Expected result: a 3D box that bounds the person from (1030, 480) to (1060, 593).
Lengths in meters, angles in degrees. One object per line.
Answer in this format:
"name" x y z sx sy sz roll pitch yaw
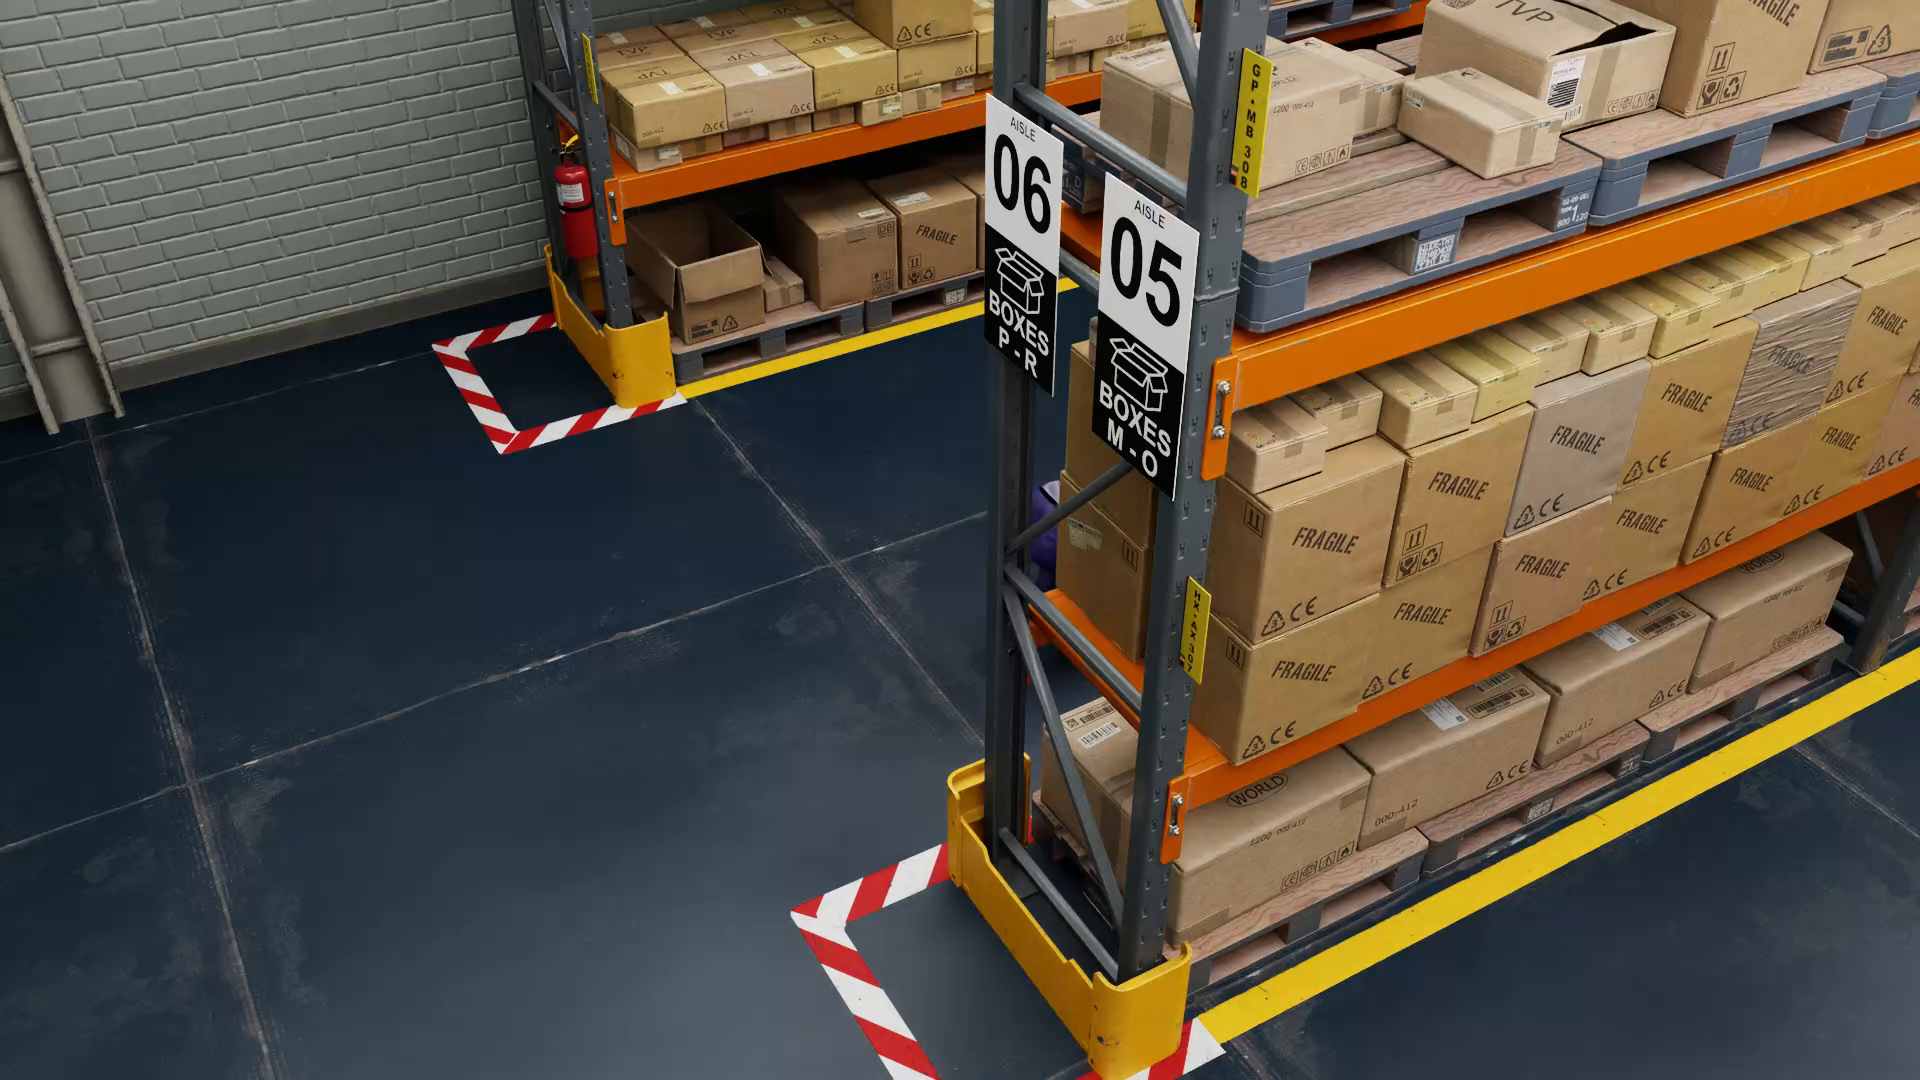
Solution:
"person" 0.629 0.047 7.548 0.900 0.841 0.514 -21 42 -26
